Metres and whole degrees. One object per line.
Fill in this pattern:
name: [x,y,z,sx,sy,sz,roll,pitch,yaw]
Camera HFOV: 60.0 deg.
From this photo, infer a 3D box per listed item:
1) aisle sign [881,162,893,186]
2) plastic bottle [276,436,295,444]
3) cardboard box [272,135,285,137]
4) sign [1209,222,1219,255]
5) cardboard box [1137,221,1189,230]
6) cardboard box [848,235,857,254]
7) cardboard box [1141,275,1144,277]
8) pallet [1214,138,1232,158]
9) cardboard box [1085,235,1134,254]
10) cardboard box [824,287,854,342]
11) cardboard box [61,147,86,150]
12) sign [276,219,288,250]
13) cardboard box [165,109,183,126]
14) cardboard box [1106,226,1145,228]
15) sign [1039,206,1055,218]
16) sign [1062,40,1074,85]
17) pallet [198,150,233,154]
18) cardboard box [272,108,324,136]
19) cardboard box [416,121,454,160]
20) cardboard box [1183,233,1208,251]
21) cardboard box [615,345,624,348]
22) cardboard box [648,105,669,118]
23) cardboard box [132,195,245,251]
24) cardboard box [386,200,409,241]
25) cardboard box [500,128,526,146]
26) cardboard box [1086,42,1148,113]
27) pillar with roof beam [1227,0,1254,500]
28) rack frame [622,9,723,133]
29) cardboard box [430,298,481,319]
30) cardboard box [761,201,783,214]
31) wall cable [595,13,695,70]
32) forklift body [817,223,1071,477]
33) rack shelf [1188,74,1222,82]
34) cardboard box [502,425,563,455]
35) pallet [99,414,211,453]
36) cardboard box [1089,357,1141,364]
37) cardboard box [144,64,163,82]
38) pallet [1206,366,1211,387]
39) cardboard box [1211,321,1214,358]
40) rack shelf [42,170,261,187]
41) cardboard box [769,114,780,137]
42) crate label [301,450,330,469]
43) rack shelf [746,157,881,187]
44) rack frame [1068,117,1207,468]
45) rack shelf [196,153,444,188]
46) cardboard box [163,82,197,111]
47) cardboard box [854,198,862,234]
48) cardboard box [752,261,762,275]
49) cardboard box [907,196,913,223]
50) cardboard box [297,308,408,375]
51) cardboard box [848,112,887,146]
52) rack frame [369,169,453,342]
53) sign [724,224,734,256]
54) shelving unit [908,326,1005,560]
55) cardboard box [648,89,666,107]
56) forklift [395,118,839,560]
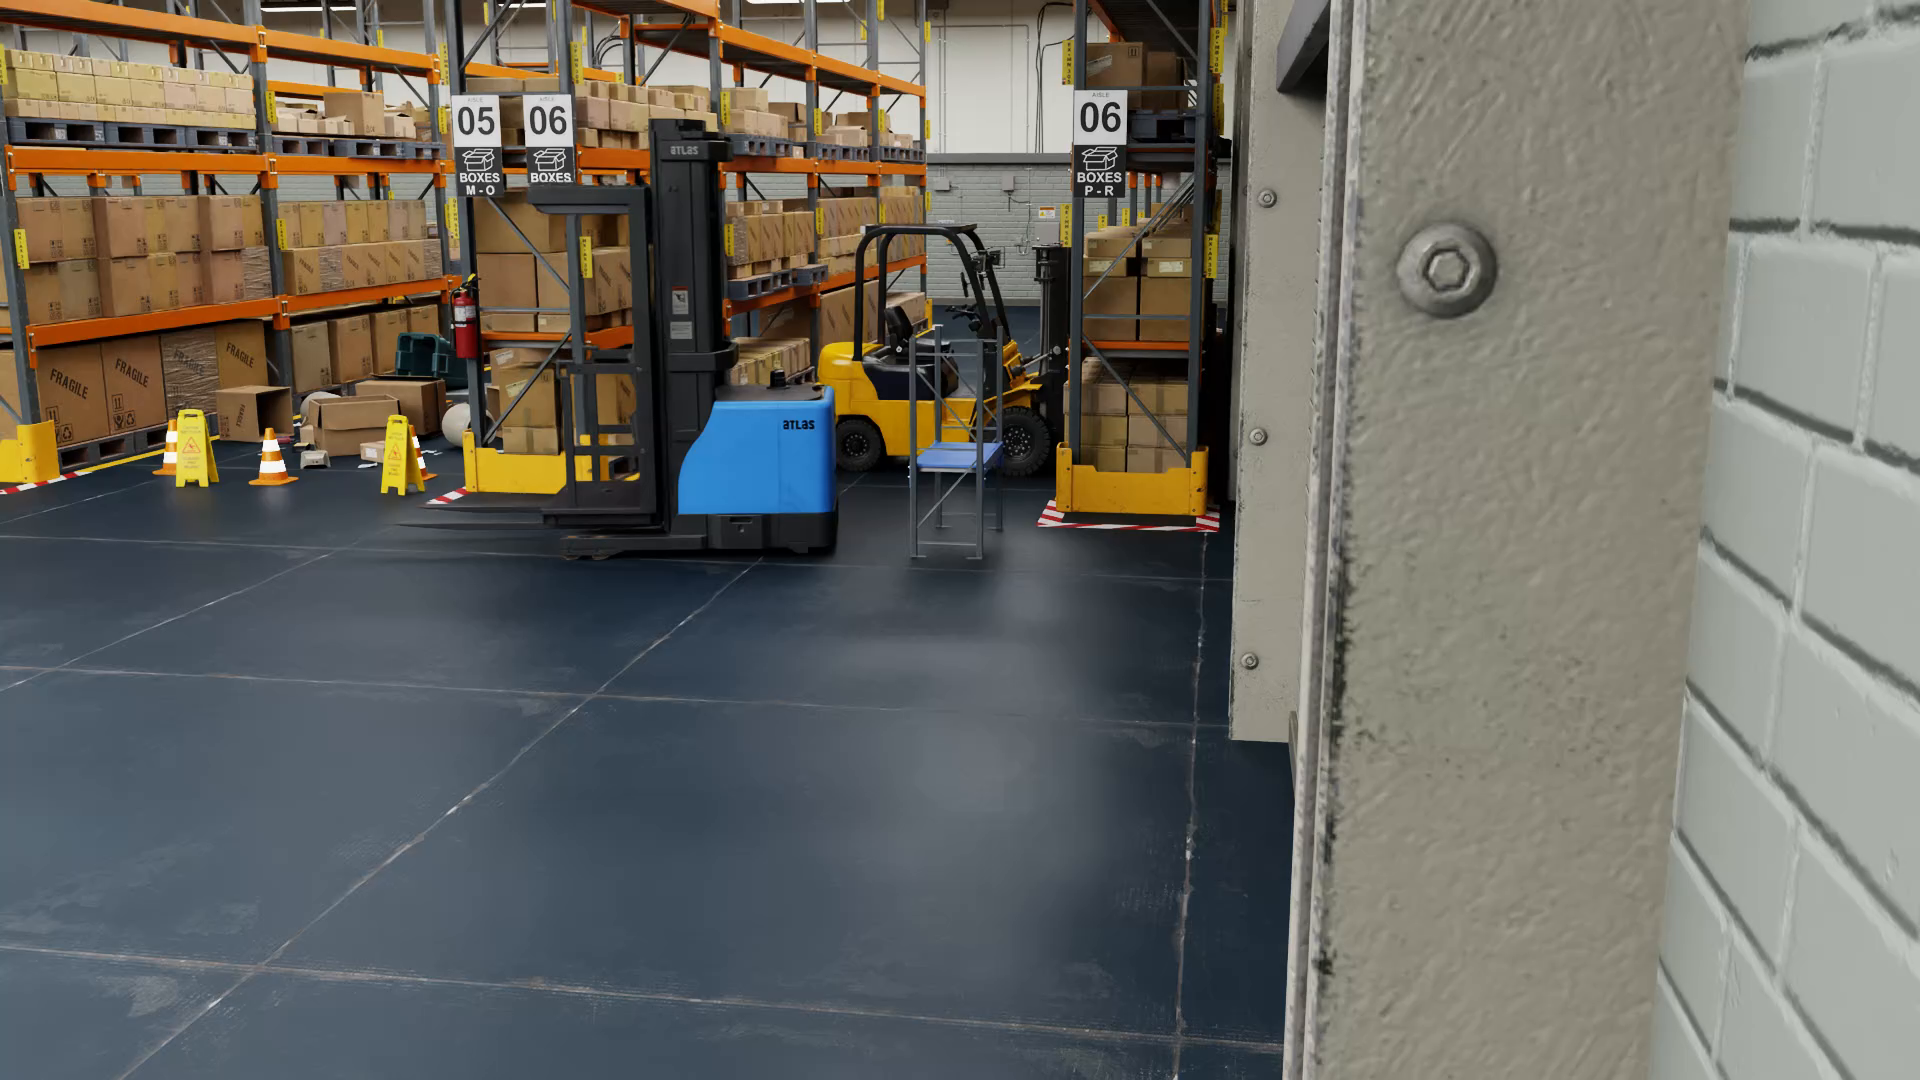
aisle sign: [-1.366,-6.498,28.853,0.394,0.787,0.004,2,12,9]
plastic bottle: [-6.713,-0.986,16.425,0.283,0.061,0.133,-2,12,-11]
cardboard box: [-11.437,-6.625,27.023,0.700,0.500,0.500,1,12,5]
sign: [2.518,-2.989,16.498,0.100,0.325,0.005,2,12,9]
cardboard box: [2.653,-3.979,22.093,0.797,0.503,0.637,2,12,7]
cardboard box: [-1.738,-4.122,23.168,0.500,0.250,0.500,2,12,10]
cardboard box: [1.763,-1.964,13.749,0.500,0.500,0.500,2,12,10]
pallet: [2.569,-4.607,19.578,1.213,0.211,1.003,2,12,11]
cardboard box: [1.222,-2.412,13.583,0.380,0.149,0.250,2,12,10]
cardboard box: [-1.991,-3.030,22.981,0.875,0.875,0.875,2,12,9]
cardboard box: [-11.943,-5.144,21.980,0.500,0.250,0.500,2,12,9]
sign: [-7.294,-3.288,17.887,0.100,0.325,0.005,2,12,9]
cardboard box: [-7.777,-4.090,16.094,0.380,0.149,0.250,2,12,8]
cardboard box: [1.627,-2.999,16.306,0.380,0.149,0.250,2,12,10]
sign: [1.784,-6.727,34.128,0.339,0.242,0.001,2,12,9]
sign: [0.820,-3.593,12.510,0.100,0.325,0.005,2,12,9]
pallet: [-11.590,-5.871,25.451,0.805,0.209,1.217,1,12,6]
cardboard box: [-7.790,-4.893,19.434,0.500,0.311,0.500,1,12,7]
cardboard box: [-6.877,-5.302,22.118,0.500,0.500,0.500,2,12,9]
cardboard box: [1.924,-2.553,14.237,0.380,0.149,0.250,2,12,7]
cardboard box: [-3.488,-1.948,16.122,0.380,0.149,0.250,3,12,12]
cardboard box: [-2.970,-3.825,15.152,0.500,0.250,0.500,2,12,10]
cardboard box: [-7.903,-3.251,17.039,0.875,0.550,0.550,2,12,9]
cardboard box: [-7.383,-4.016,20.896,0.700,0.500,0.500,2,12,8]
cardboard box: [-3.772,-3.299,13.656,0.380,0.149,0.250,2,12,9]
cardboard box: [1.181,-3.581,12.899,0.500,0.500,0.500,2,12,11]
pillar with roof beam: [-1.902,-4.900,13.368,9.100,9.000,0.400,2,12,9]
rack frame: [-2.936,-5.637,16.790,1.000,3.000,0.127,2,12,9]
cardboard box: [-6.882,-3.162,22.702,0.500,0.250,0.500,1,12,6]
cardboard box: [-2.294,-3.904,19.509,0.380,0.149,0.250,1,12,6]
wall cable: [-6.607,-11.094,34.476,2.277,5.999,0.120,2,12,9]
forklift body: [-0.157,-1.751,15.011,2.313,2.155,1.214,2,12,9]
rack shelf: [3.507,-7.205,25.783,1.077,0.370,4.000,2,12,9]
cardboard box: [-3.689,-0.915,14.648,0.500,0.250,0.500,2,12,8]
pallet: [-8.222,-1.070,16.458,1.003,0.211,1.213,2,12,9]
cardboard box: [1.431,-1.594,15.425,0.500,0.250,0.500,2,12,11]
cardboard box: [-7.817,-4.429,15.772,0.380,0.149,0.250,2,12,9]
pallet: [2.737,-2.168,21.553,1.003,0.211,1.213,2,12,9]
cardboard box: [3.103,-2.650,22.109,0.500,0.500,0.500,3,12,12]
rack shelf: [-11.805,-5.389,24.467,1.077,0.370,4.000,2,12,9]
cardboard box: [-2.317,-4.622,18.562,0.500,0.250,0.500,2,12,8]
crate label: [-5.849,-0.735,15.077,0.250,0.136,0.298,-5,13,-21]
rack shelf: [-2.013,-5.068,22.978,1.077,0.370,4.000,2,12,9]
rack frame: [1.354,-1.712,12.816,1.000,3.000,0.127,2,12,9]
rack shelf: [-7.535,-4.375,19.760,1.077,0.370,4.000,2,12,9]
cardboard box: [-7.821,-4.316,16.197,0.500,0.250,0.500,2,12,8]
cardboard box: [-1.696,-4.593,23.577,0.500,0.500,0.500,2,12,10]
cardboard box: [-2.443,-3.057,18.658,0.380,0.149,0.250,2,12,10]
cardboard box: [-1.060,-5.419,27.410,0.500,0.500,0.500,2,12,8]
cardboard box: [-7.541,-2.476,20.706,1.050,0.750,0.750,2,12,10]
cardboard box: [-1.407,-6.255,25.305,0.500,0.500,0.500,2,12,10]
rack frame: [-7.227,-3.676,21.933,1.000,3.000,0.127,2,12,9]
sign: [-2.398,-3.112,17.257,0.100,0.325,0.005,2,12,9]
shelving unit: [-0.013,-0.715,11.753,0.538,1.500,1.048,2,12,9]
cardboard box: [-2.913,-4.039,15.198,0.380,0.149,0.250,2,12,9]
forklift: [-2.394,-1.409,11.574,3.031,2.935,1.130,-1,12,-3]
